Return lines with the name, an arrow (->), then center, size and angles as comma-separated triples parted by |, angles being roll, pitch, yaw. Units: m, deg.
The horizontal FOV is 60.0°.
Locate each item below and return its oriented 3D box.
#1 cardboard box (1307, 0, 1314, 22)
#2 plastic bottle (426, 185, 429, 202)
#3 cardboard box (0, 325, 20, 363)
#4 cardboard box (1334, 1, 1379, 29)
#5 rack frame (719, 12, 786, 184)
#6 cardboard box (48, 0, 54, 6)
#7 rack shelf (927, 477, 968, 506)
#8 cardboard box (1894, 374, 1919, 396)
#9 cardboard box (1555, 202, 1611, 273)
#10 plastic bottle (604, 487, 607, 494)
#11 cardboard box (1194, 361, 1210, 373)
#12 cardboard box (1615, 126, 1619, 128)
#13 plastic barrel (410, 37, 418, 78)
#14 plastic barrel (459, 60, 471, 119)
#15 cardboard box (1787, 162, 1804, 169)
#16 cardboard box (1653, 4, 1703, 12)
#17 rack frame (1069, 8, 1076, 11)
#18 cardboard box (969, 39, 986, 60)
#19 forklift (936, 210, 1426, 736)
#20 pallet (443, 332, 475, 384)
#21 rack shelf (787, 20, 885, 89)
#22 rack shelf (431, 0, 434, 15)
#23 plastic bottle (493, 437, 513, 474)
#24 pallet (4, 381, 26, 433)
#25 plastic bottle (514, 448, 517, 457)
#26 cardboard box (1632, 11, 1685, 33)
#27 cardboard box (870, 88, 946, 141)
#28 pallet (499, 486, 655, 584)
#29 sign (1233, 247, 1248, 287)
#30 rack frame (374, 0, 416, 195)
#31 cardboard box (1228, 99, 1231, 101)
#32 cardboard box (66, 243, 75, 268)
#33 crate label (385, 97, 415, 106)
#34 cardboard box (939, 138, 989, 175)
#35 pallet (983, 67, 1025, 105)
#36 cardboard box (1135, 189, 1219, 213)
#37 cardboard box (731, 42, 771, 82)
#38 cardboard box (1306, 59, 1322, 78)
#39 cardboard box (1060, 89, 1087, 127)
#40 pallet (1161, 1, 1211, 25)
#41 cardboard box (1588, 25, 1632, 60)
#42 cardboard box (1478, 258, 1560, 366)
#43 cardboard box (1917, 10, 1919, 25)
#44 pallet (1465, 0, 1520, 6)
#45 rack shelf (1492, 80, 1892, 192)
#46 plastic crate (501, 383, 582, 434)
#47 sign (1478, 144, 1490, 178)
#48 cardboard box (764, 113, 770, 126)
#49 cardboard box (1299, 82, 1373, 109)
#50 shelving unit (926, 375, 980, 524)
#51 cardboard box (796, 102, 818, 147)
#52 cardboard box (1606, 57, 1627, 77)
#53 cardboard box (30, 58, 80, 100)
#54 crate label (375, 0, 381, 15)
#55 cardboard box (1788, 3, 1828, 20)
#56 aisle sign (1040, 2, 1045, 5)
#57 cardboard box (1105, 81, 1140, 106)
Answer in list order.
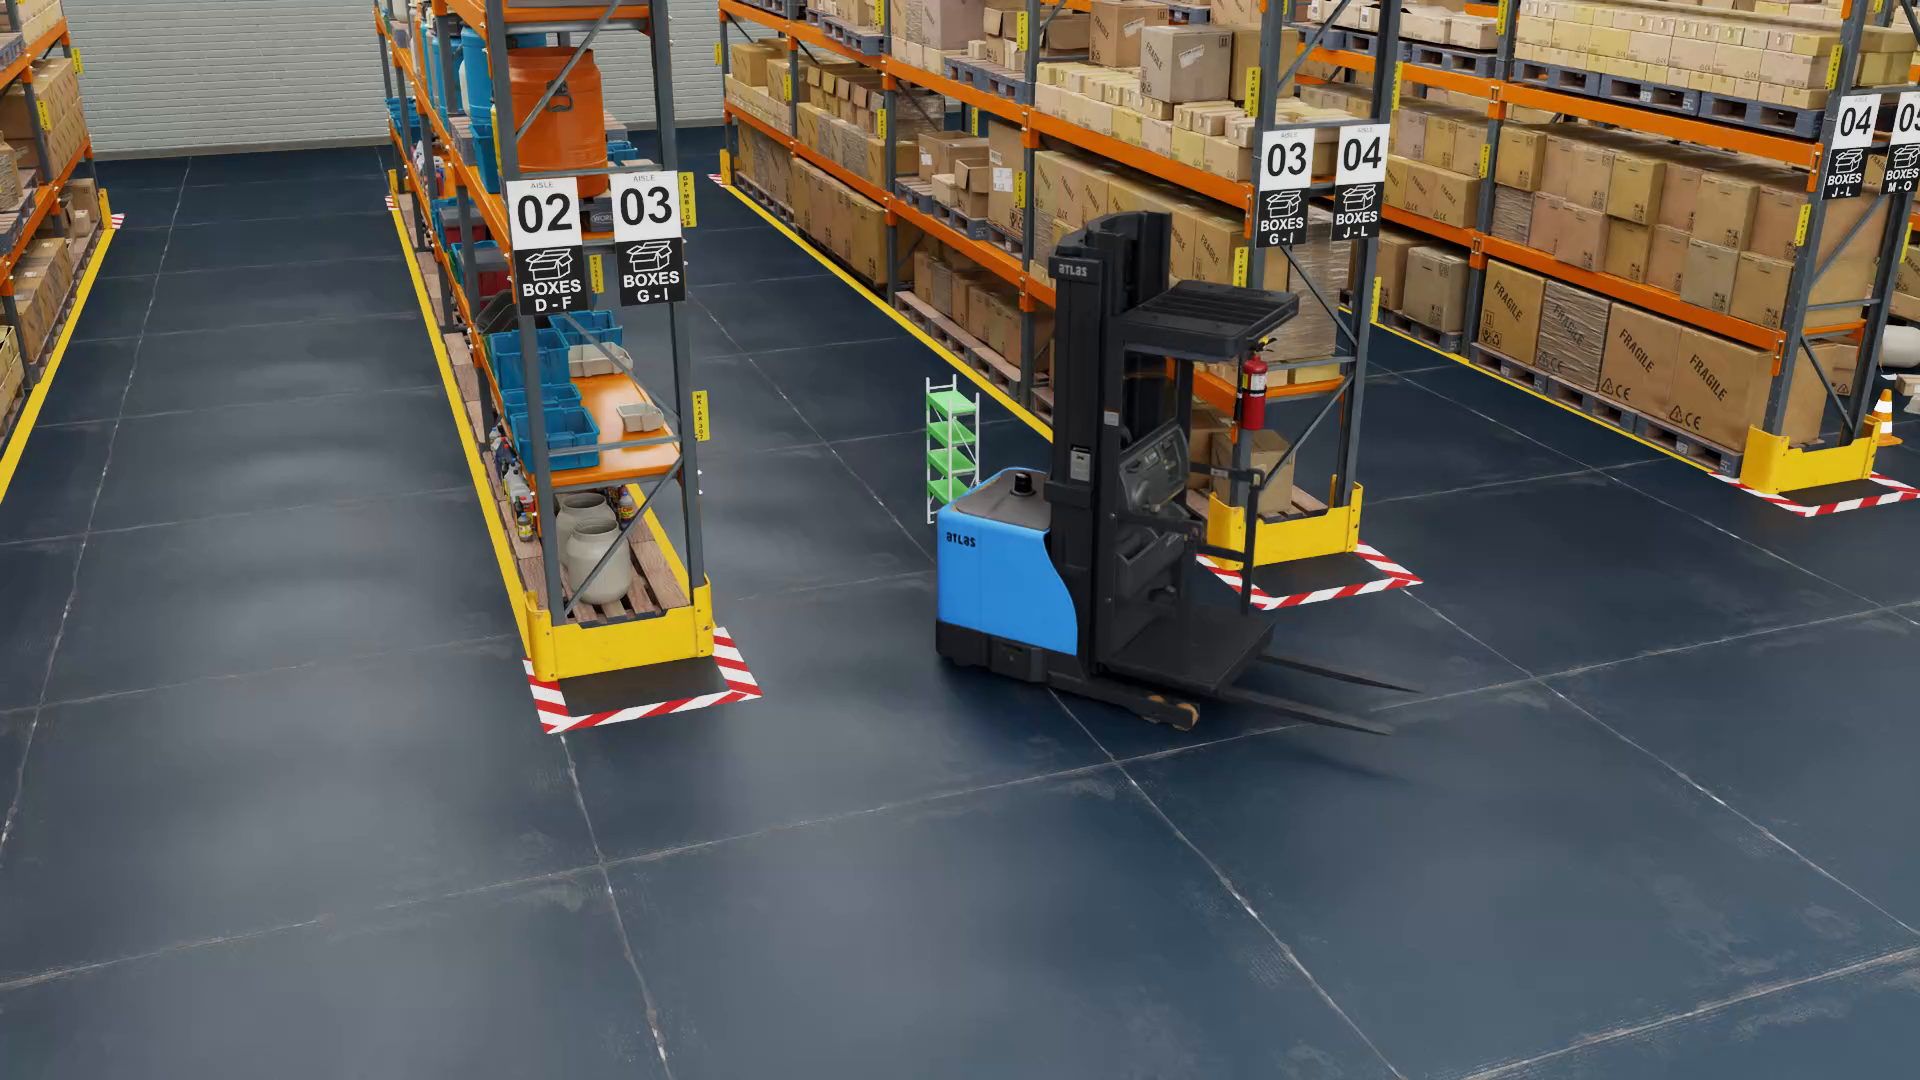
cardboard box -> 4.372, -6.485, 20.406 | 0.500, 0.500, 0.500 | -8, 24, -19
plastic bottle -> -5.769, -3.788, 18.164 | 0.097, 0.271, 0.097 | 0, 23, 0
cardboard box -> -9.204, -1.839, 15.652 | 0.500, 0.311, 0.500 | -8, 24, -18
cardboard box -> 4.552, -5.890, 18.647 | 0.500, 0.250, 0.500 | -8, 24, -18
rack frame -> -3.177, -7.075, 25.799 | 1.000, 3.000, 0.127 | -8, 24, -19
cardboard box -> -11.849, -6.928, 21.136 | 0.500, 0.250, 0.500 | -8, 24, -19
rack shelf -> -0.058, -0.333, 12.901 | 0.258, 0.148, 0.480 | -8, 24, -19
cardboard box -> 9.394, -1.507, 16.257 | 0.380, 0.149, 0.250 | 4, 23, 9
cardboard box -> 6.176, -2.887, 15.667 | 0.875, 0.550, 0.550 | -8, 24, -19
plastic bottle -> -2.771, -0.469, 13.160 | 0.097, 0.201, 0.097 | 0, 23, 0
cardboard box -> 1.957, -1.396, 12.647 | 0.380, 0.149, 0.250 | -8, 24, -19
cardboard box -> 8.983, -5.672, 22.661 | 0.500, 0.250, 0.500 | -9, 24, -20
plastic barrel -> -5.161, -4.768, 16.318 | 0.421, 0.512, 0.421 | 0, 23, 0
plastic barrel -> -3.603, -3.479, 12.720 | 0.421, 0.512, 0.421 | 0, 23, 0
cardboard box -> 9.817, -4.400, 19.234 | 0.380, 0.149, 0.250 | -9, 25, -21
cardboard box -> 6.524, -4.775, 15.107 | 0.380, 0.149, 0.250 | -8, 24, -19
rack frame -> 1.499, -7.719, 27.326 | 1.000, 3.000, 0.127 | -8, 24, -19
cardboard box -> 0.306, -4.851, 16.419 | 0.380, 0.166, 0.250 | -9, 24, -20
forklift -> 1.372, -0.425, 10.109 | 3.031, 2.935, 1.130 | 13, 26, 28
pallet -> -4.747, -1.917, 17.151 | 1.003, 0.211, 1.213 | -8, 24, -19
rack shelf -> -1.057, -5.946, 20.183 | 1.077, 0.370, 4.000 | -8, 24, -19
rack shelf -> -4.278, -5.011, 14.618 | 1.077, 0.370, 4.000 | -8, 24, -19
plastic bottle -> -3.729, -0.694, 13.598 | 0.152, 0.276, 0.135 | -7, 24, -17
pallet -> -9.365, -1.221, 15.499 | 1.003, 0.211, 1.213 | -8, 24, -19
plastic bottle -> -3.540, -0.687, 13.486 | 0.144, 0.351, 0.185 | -8, 24, -19
cardboard box -> 6.086, -4.501, 14.455 | 0.380, 0.149, 0.250 | -8, 24, -19
cardboard box -> -0.594, -4.945, 19.323 | 0.797, 0.503, 0.637 | -7, 24, -17
pallet -> -2.938, -0.057, 12.737 | 1.003, 0.211, 1.213 | -8, 24, -19
sign -> 1.949, -1.872, 11.556 | 0.100, 0.325, 0.005 | -8, 24, -19
rack frame -> -7.810, -6.396, 24.186 | 1.000, 3.000, 0.127 | -8, 24, -19
cardboard box -> 2.167, -3.368, 12.819 | 0.380, 0.149, 0.250 | -10, 25, -21
cardboard box -> -10.979, -3.410, 19.998 | 0.500, 0.311, 0.500 | -8, 24, -19
crate label -> -8.031, -6.211, 23.887 | 0.416, 0.233, 0.303 | -8, 24, -19
cardboard box -> 0.168, -4.028, 17.900 | 0.700, 0.500, 0.500 | -5, 23, -11
pallet -> 0.944, -4.250, 15.474 | 1.213, 0.211, 1.003 | -8, 24, -19
cardboard box -> 1.694, -2.435, 12.989 | 0.500, 0.500, 0.500 | -8, 24, -19
cardboard box -> -3.083, -7.096, 24.692 | 0.500, 0.500, 0.500 | -9, 24, -20
cardboard box -> 6.200, -8.087, 28.071 | 0.500, 0.500, 0.500 | -9, 24, -20
cardboard box -> 1.173, -3.638, 13.974 | 0.500, 0.250, 0.500 | -9, 24, -19
pallet -> 3.400, -6.946, 21.872 | 1.213, 0.211, 1.003 | -8, 24, -19
cardboard box -> 6.007, -4.466, 14.887 | 0.500, 0.250, 0.500 | -9, 24, -20
cardboard box -> 5.895, -2.335, 16.747 | 0.875, 0.875, 0.875 | -8, 24, -18
cardboard box -> 10.258, -5.459, 17.398 | 0.380, 0.149, 0.250 | -8, 24, -17
pallet -> 7.877, -7.949, 24.256 | 0.805, 0.209, 1.217 | -9, 25, -21
rack shelf -> 6.445, -3.683, 14.814 | 1.077, 0.370, 4.000 | -8, 24, -19
plastic crate -> -2.839, -0.891, 11.318 | 0.499, 0.251, 0.408 | -8, 24, -19
sign -> 5.234, -3.778, 16.587 | 0.100, 0.325, 0.005 | -8, 24, -19
cardboard box -> -2.542, -5.946, 23.442 | 0.380, 0.149, 0.250 | -8, 24, -18
cardboard box -> 4.474, -5.155, 19.826 | 0.700, 0.500, 0.500 | -8, 24, -19
shelving unit -> -0.058, -0.613, 12.783 | 0.258, 1.200, 0.503 | -8, 24, -19
cardboard box -> -1.835, -5.467, 21.853 | 0.500, 0.500, 0.500 | -8, 24, -19
cardboard box -> 6.000, -4.224, 14.825 | 0.380, 0.149, 0.250 | -8, 24, -19
cardboard box -> -12.031, -6.100, 22.069 | 0.500, 0.500, 0.500 | -9, 24, -19
crate label -> -7.787, -7.330, 22.732 | 0.408, 0.251, 0.502 | -8, 24, -19
cardboard box -> 9.817, -5.958, 18.939 | 0.500, 0.250, 0.500 | -8, 24, -18
aisle sign -> 1.193, -8.903, 26.786 | 0.394, 0.787, 0.004 | -8, 24, -19
cardboard box -> 1.385, -3.583, 13.330 | 0.380, 0.149, 0.250 | -9, 24, -20
